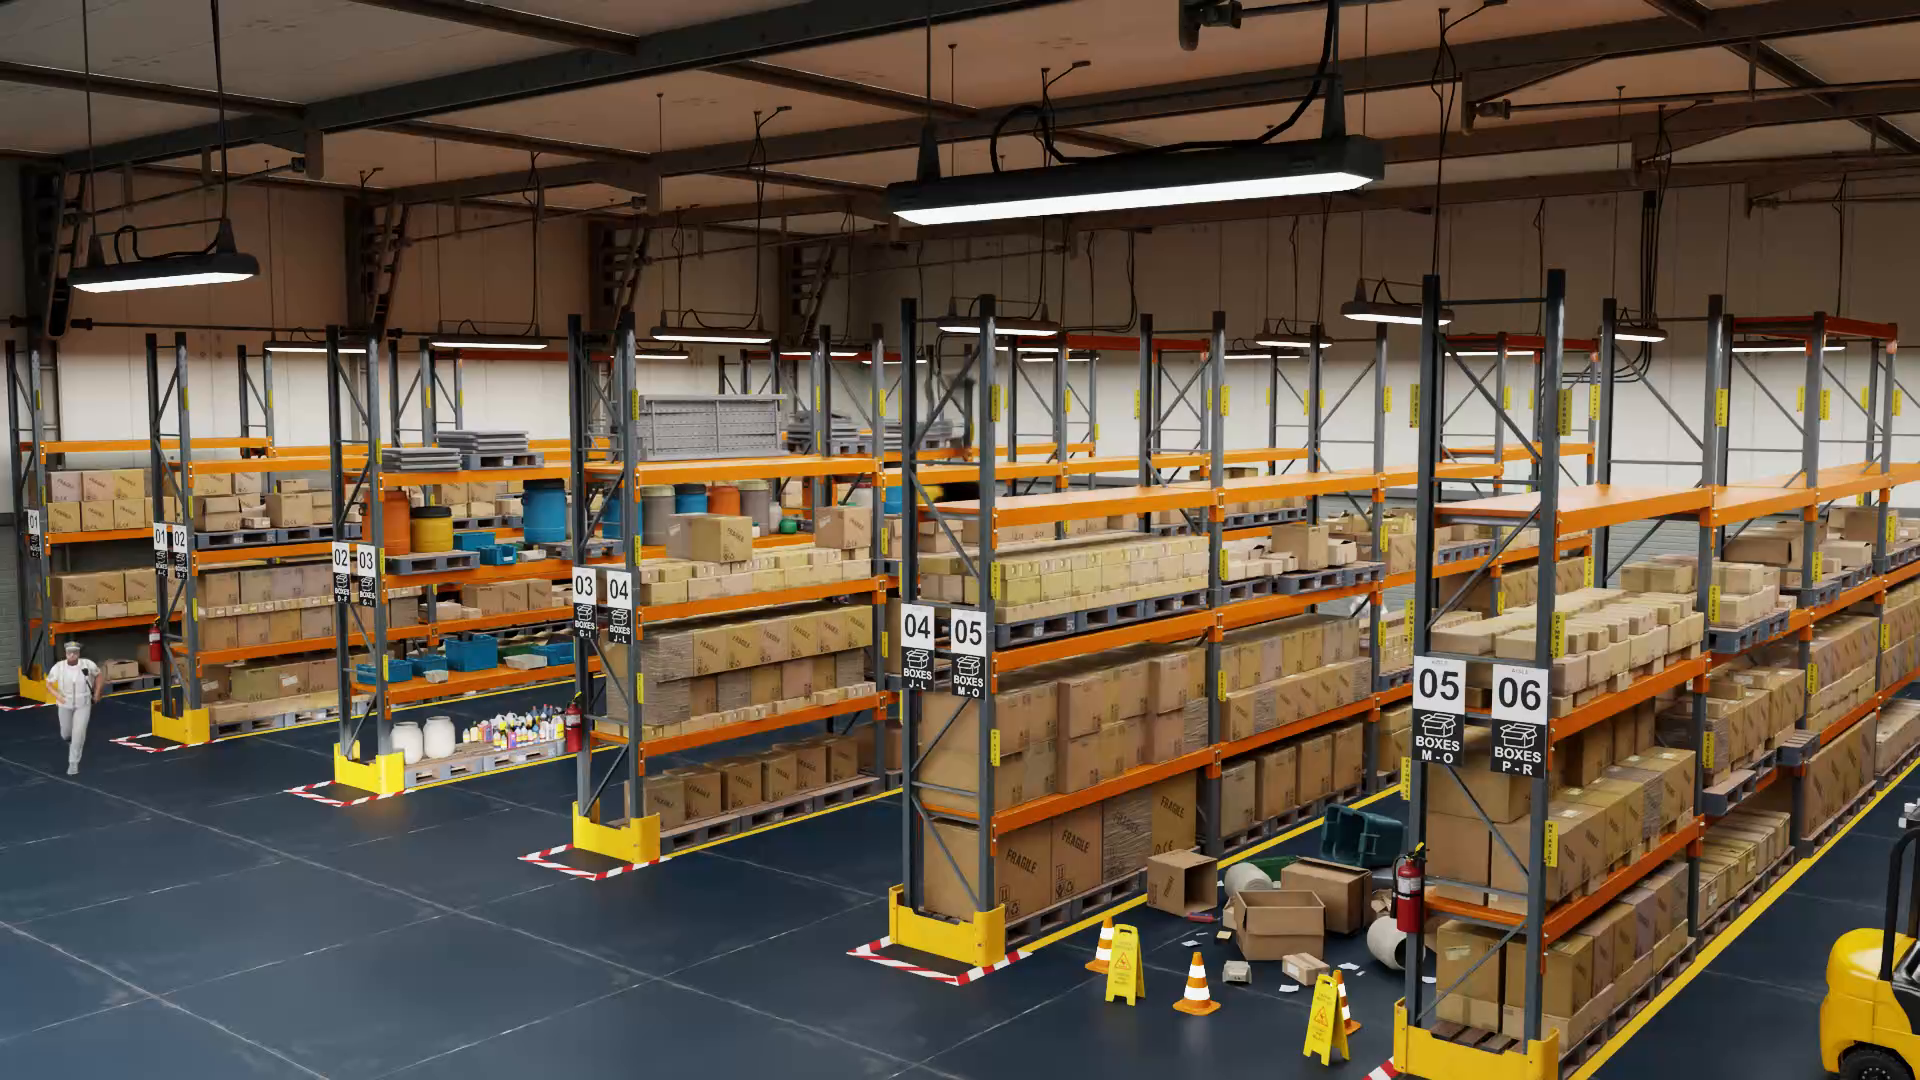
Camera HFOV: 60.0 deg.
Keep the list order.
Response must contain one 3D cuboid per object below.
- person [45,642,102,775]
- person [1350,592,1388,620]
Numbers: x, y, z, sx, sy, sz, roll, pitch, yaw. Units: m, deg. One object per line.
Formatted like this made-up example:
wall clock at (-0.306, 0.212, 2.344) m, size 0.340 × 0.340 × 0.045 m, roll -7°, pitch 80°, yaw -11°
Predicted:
person at (-12.125, 2.251, 22.778) m, size 0.686 × 1.777 × 0.950 m, roll -2°, pitch 6°, yaw -24°
person at (7.453, 1.596, 30.230) m, size 0.637 × 1.701 × 0.907 m, roll 0°, pitch 5°, yaw -3°
